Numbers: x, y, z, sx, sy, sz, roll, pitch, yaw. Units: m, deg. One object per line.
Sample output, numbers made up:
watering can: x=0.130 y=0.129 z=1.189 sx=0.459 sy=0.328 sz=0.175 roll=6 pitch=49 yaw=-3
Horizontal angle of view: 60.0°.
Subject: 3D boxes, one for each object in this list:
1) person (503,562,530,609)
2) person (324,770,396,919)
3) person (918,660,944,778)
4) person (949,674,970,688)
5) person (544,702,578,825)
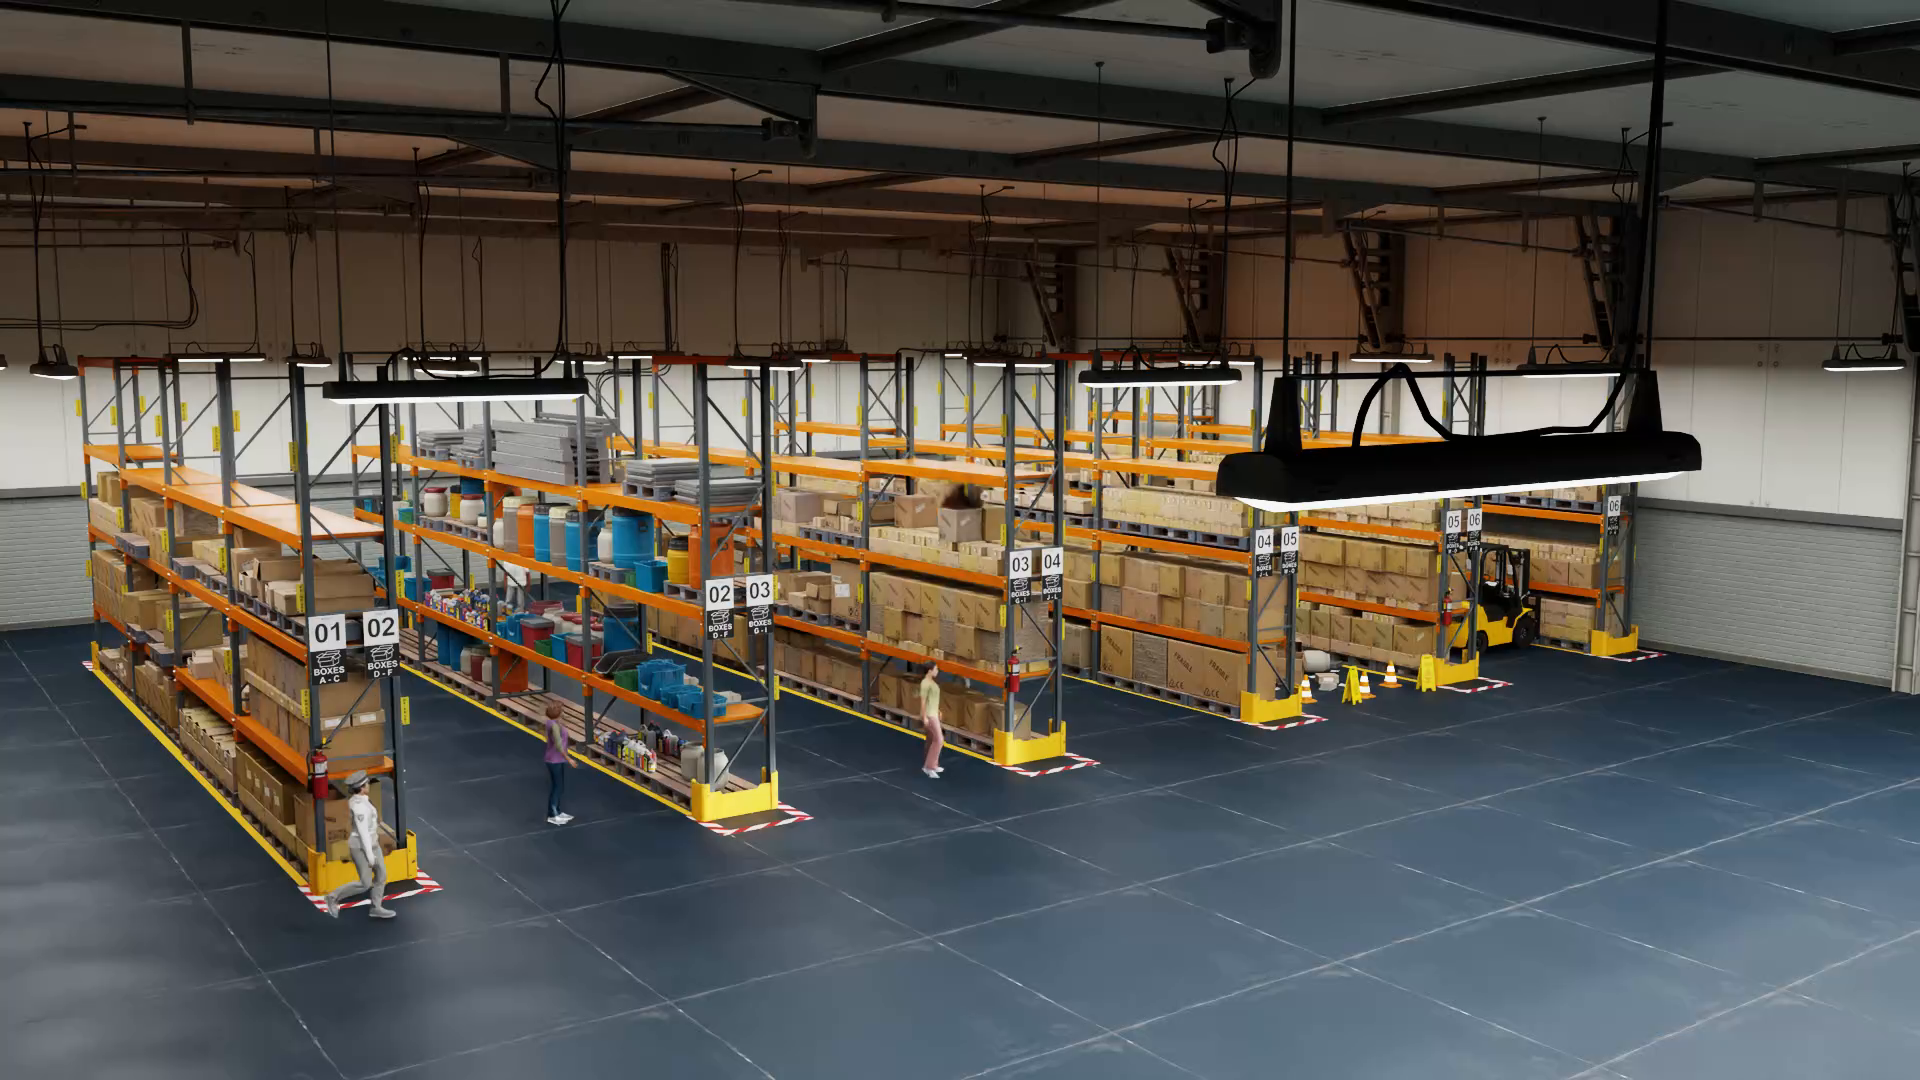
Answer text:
person: x=-9.804 y=1.020 z=36.711 sx=0.614 sy=1.794 sz=0.436 roll=1 pitch=7 yaw=5
person: x=-6.537 y=3.317 z=18.065 sx=0.697 sy=1.660 sz=0.503 roll=0 pitch=7 yaw=-4
person: x=-0.425 y=2.599 z=24.229 sx=0.380 sy=1.717 sz=0.518 roll=0 pitch=7 yaw=1
person: x=0.042 y=2.000 z=29.147 sx=0.458 sy=1.611 sz=1.001 roll=-5 pitch=9 yaw=-37
person: x=-5.222 y=2.914 z=21.783 sx=0.451 sy=1.615 sz=0.449 roll=-1 pitch=7 yaw=-6
